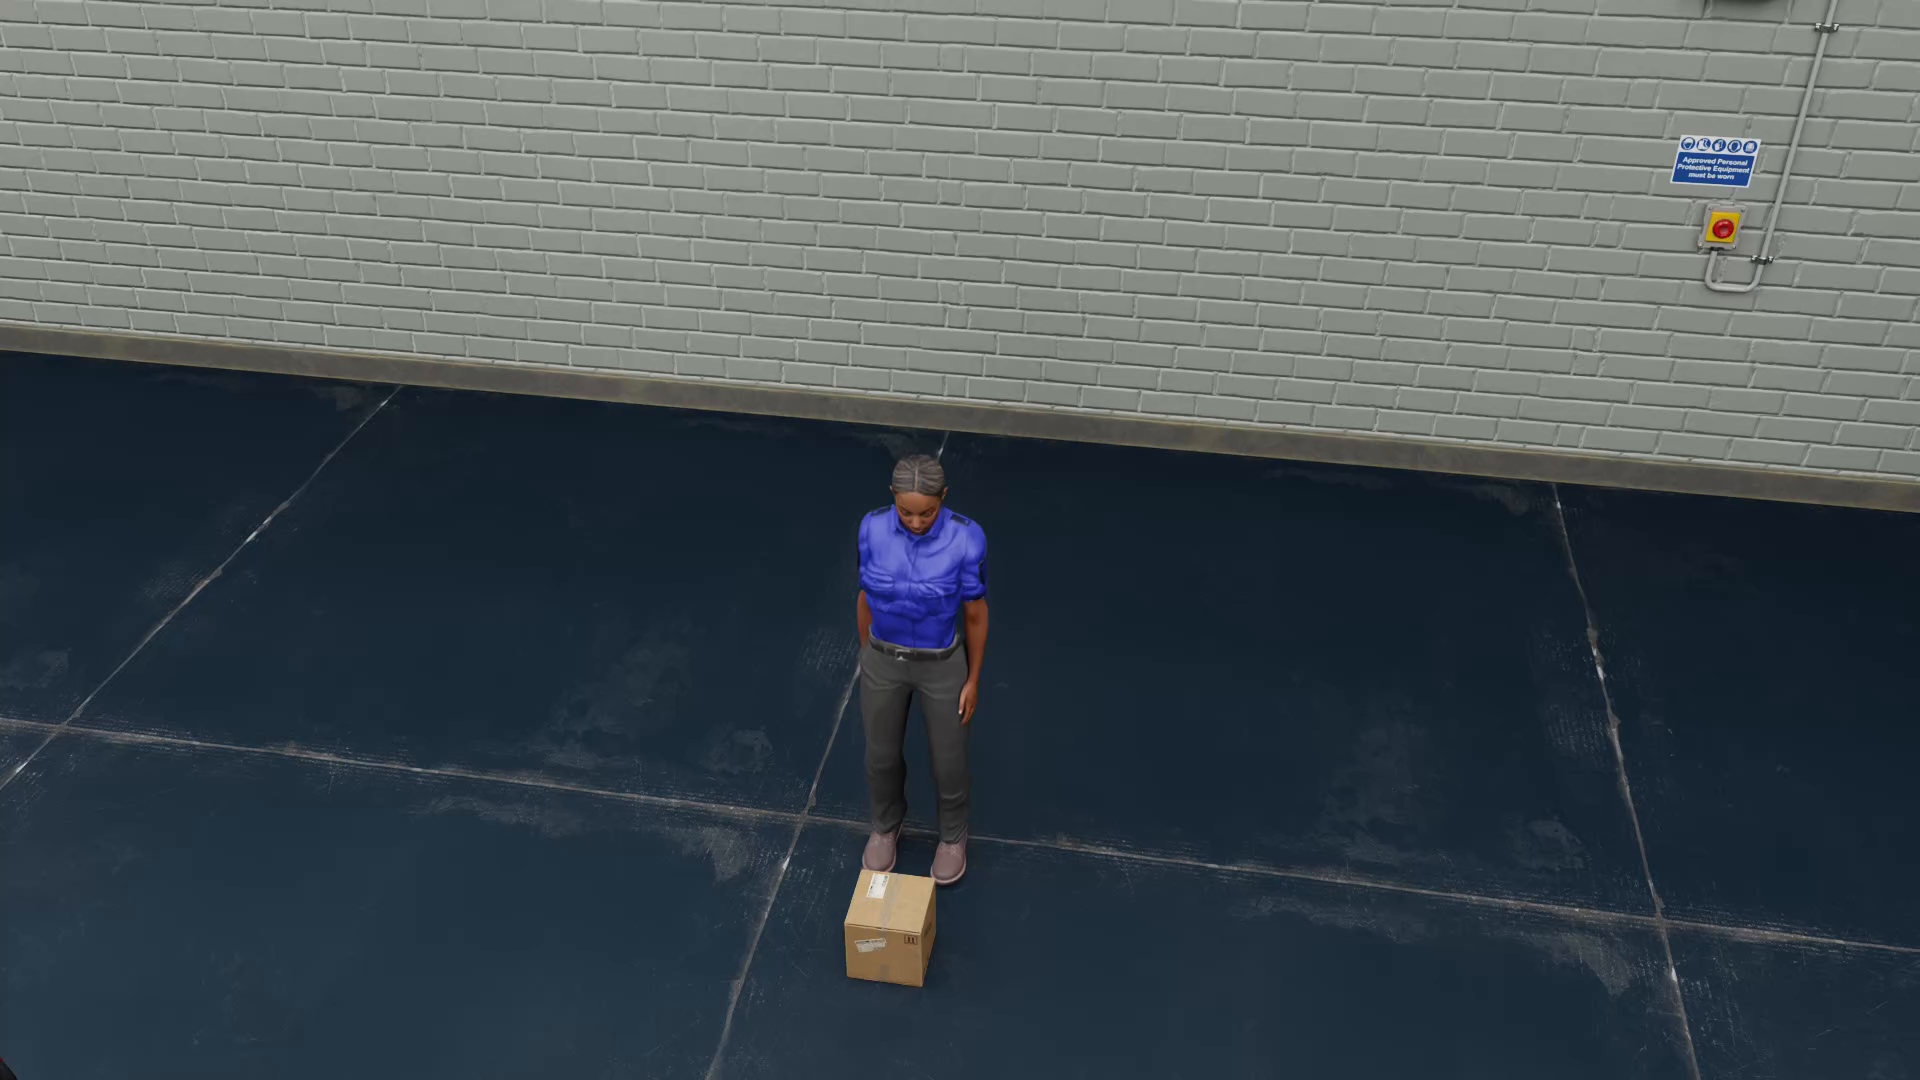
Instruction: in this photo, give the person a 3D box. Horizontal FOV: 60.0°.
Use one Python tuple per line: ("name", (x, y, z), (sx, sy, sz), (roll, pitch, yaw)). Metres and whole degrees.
("person", (-0.129, 0.429, 5.488), (0.432, 1.650, 0.305), (6, 33, 9))
